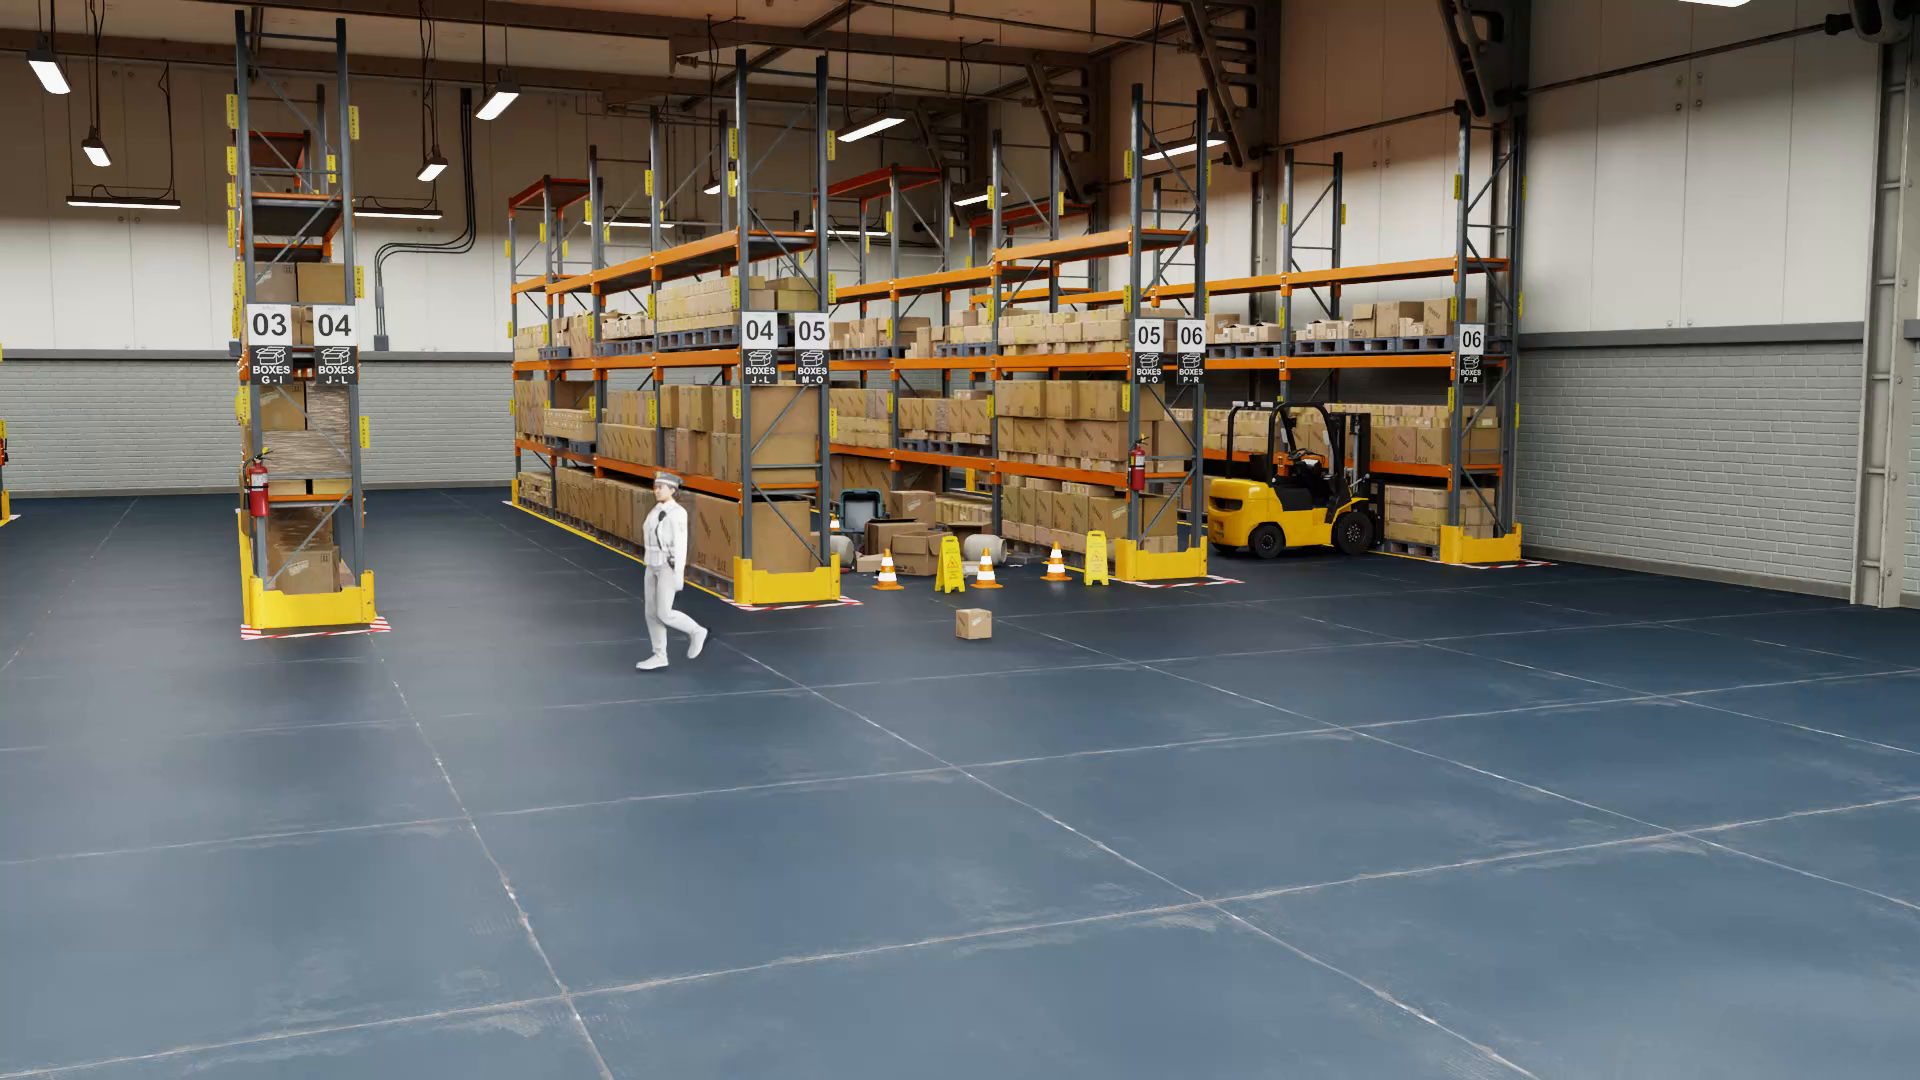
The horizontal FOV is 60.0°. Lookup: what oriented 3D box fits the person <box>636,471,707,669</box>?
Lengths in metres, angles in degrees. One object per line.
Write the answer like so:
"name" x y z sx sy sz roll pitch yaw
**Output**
"person" -2.477 0.246 14.126 0.576 1.677 0.487 -5 7 -41
